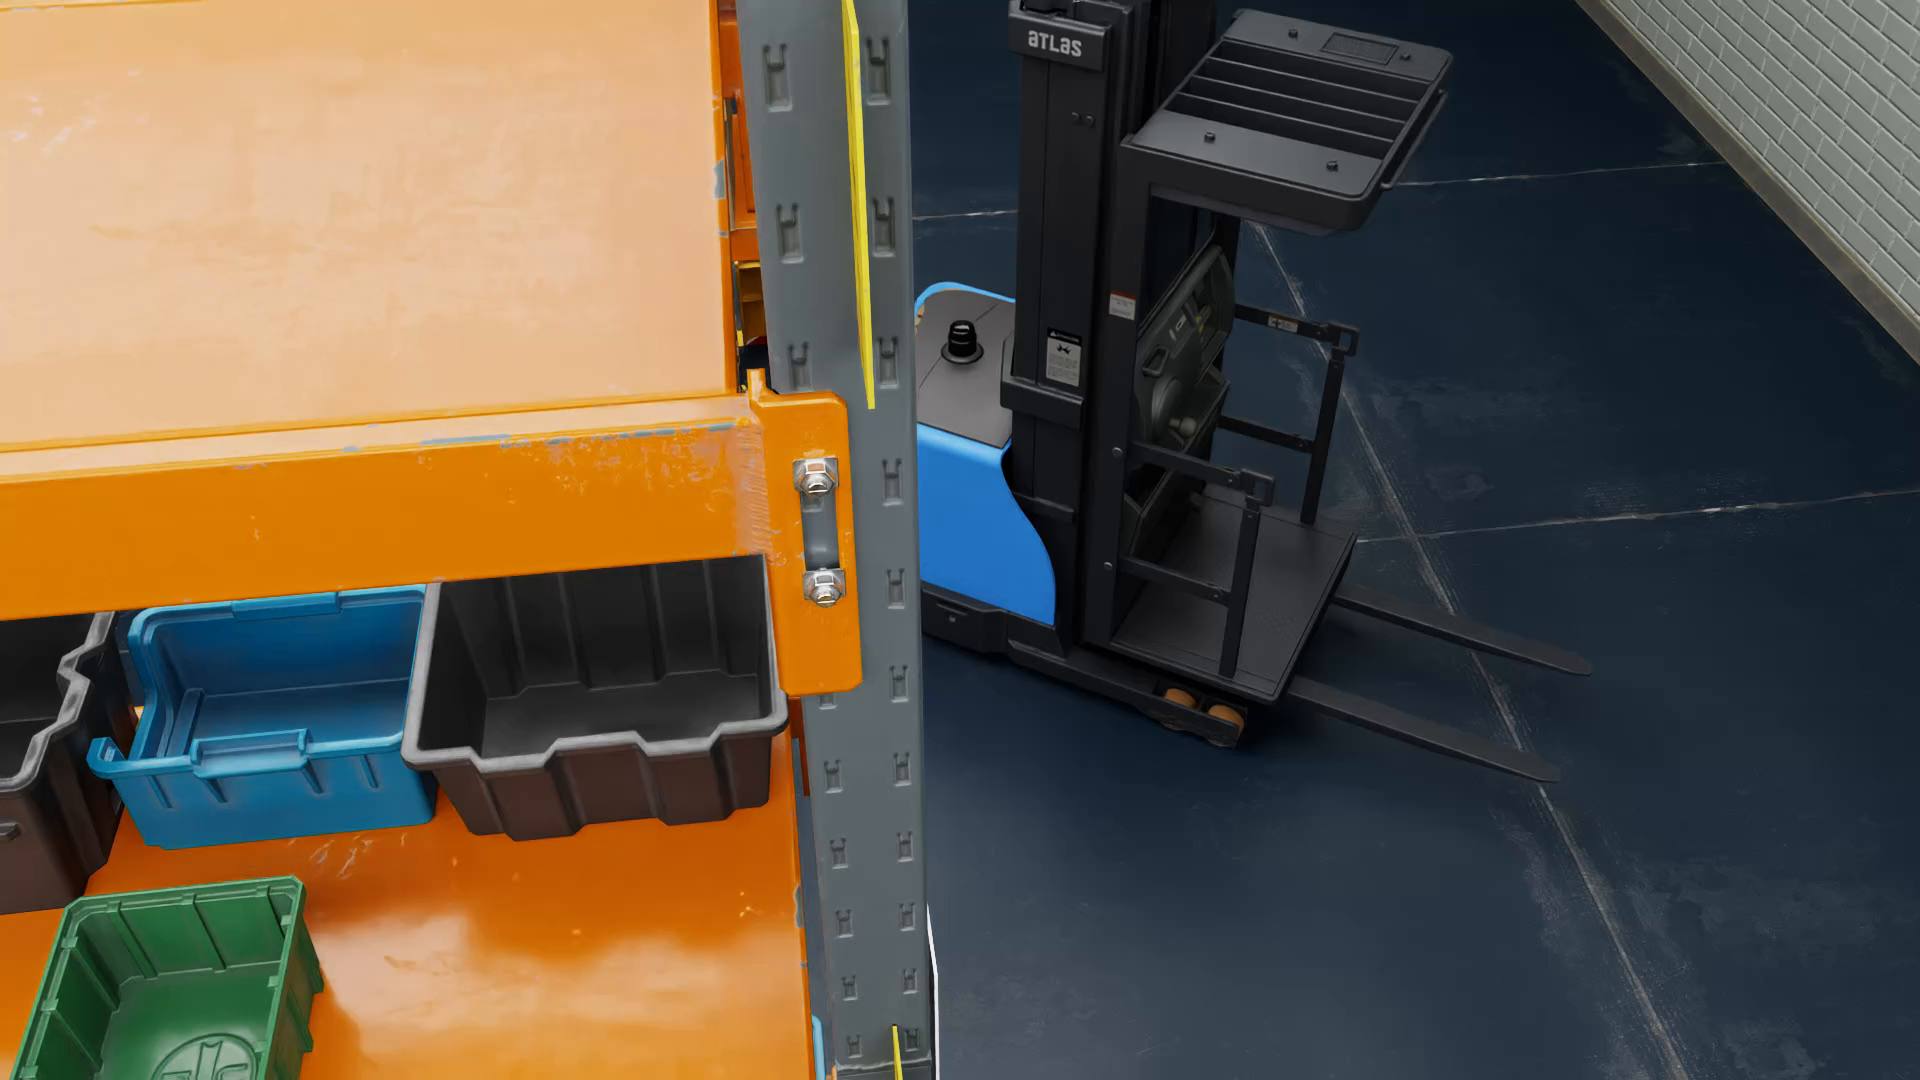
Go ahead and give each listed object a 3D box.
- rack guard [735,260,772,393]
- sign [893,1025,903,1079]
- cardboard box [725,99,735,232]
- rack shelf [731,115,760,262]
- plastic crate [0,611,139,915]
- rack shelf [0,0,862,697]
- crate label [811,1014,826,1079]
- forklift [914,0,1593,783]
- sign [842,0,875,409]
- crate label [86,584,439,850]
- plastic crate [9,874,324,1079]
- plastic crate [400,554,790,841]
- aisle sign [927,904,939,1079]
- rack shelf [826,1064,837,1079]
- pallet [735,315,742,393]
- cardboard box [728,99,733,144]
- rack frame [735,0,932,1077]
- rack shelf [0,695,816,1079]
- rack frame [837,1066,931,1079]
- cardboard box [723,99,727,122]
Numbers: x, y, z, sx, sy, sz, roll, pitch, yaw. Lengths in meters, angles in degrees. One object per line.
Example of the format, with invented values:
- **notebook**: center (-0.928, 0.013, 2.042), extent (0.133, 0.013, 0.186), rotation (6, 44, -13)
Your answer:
- **rack guard**: center (-0.879, -0.869, 8.055), extent (0.348, 0.500, 1.175), rotation (-5, 42, -6)
- **sign**: center (-0.078, 0.775, 2.205), extent (0.005, 0.325, 0.100), rotation (-5, 42, -6)
- **cardboard box**: center (-1.212, -1.621, 6.949), extent (0.500, 0.500, 0.500), rotation (-4, 42, -4)
- **rack shelf**: center (-2.787, -1.363, 7.274), extent (4.000, 0.370, 1.077), rotation (-5, 42, -6)
- **plastic crate**: center (-1.716, 0.345, 2.649), extent (0.767, 0.338, 0.504), rotation (-5, 42, -6)
- **rack shelf**: center (-2.148, -0.152, 1.751), extent (4.000, 0.370, 1.077), rotation (-5, 42, -6)
- **crate label**: center (-0.453, 1.329, 3.833), extent (0.303, 0.233, 0.416), rotation (-5, 42, -6)
- **forklift**: center (1.006, -0.683, 6.034), extent (3.031, 2.935, 1.130), rotation (19, 45, 20)
- **sign**: center (-0.078, -0.258, 1.273), extent (0.005, 0.325, 0.100), rotation (-5, 42, -6)
- **crate label**: center (-1.122, 0.293, 2.772), extent (0.502, 0.251, 0.408), rotation (-5, 42, -6)
- **plastic crate**: center (-1.106, 0.726, 2.339), extent (0.336, 0.188, 0.450), rotation (-5, 42, -6)
- **plastic crate**: center (-0.583, 0.269, 2.785), extent (0.590, 0.269, 0.497), rotation (-5, 42, -6)
- **aisle sign**: center (-0.056, 0.709, 2.499), extent (0.004, 0.787, 0.394), rotation (-5, 42, -6)
- **rack shelf**: center (-2.148, 1.927, 3.626), extent (4.000, 0.370, 1.077), rotation (-5, 42, -6)
- **pallet**: center (-1.669, -0.692, 8.075), extent (1.213, 0.211, 1.003), rotation (-5, 42, -6)
- **cardboard box**: center (-1.278, -1.978, 7.343), extent (0.500, 0.500, 0.500), rotation (-4, 42, -5)
- **rack frame**: center (-0.165, -0.742, 1.569), extent (0.127, 3.000, 1.000), rotation (-5, 42, -6)
- **rack shelf**: center (-2.148, 0.813, 2.622), extent (4.000, 0.370, 1.077), rotation (-5, 42, -6)
- **rack frame**: center (-0.165, 1.486, 3.578), extent (0.127, 3.000, 1.000), rotation (-5, 42, -6)
- **cardboard box**: center (-1.209, -1.991, 6.612), extent (0.500, 0.500, 0.500), rotation (-5, 42, -6)
